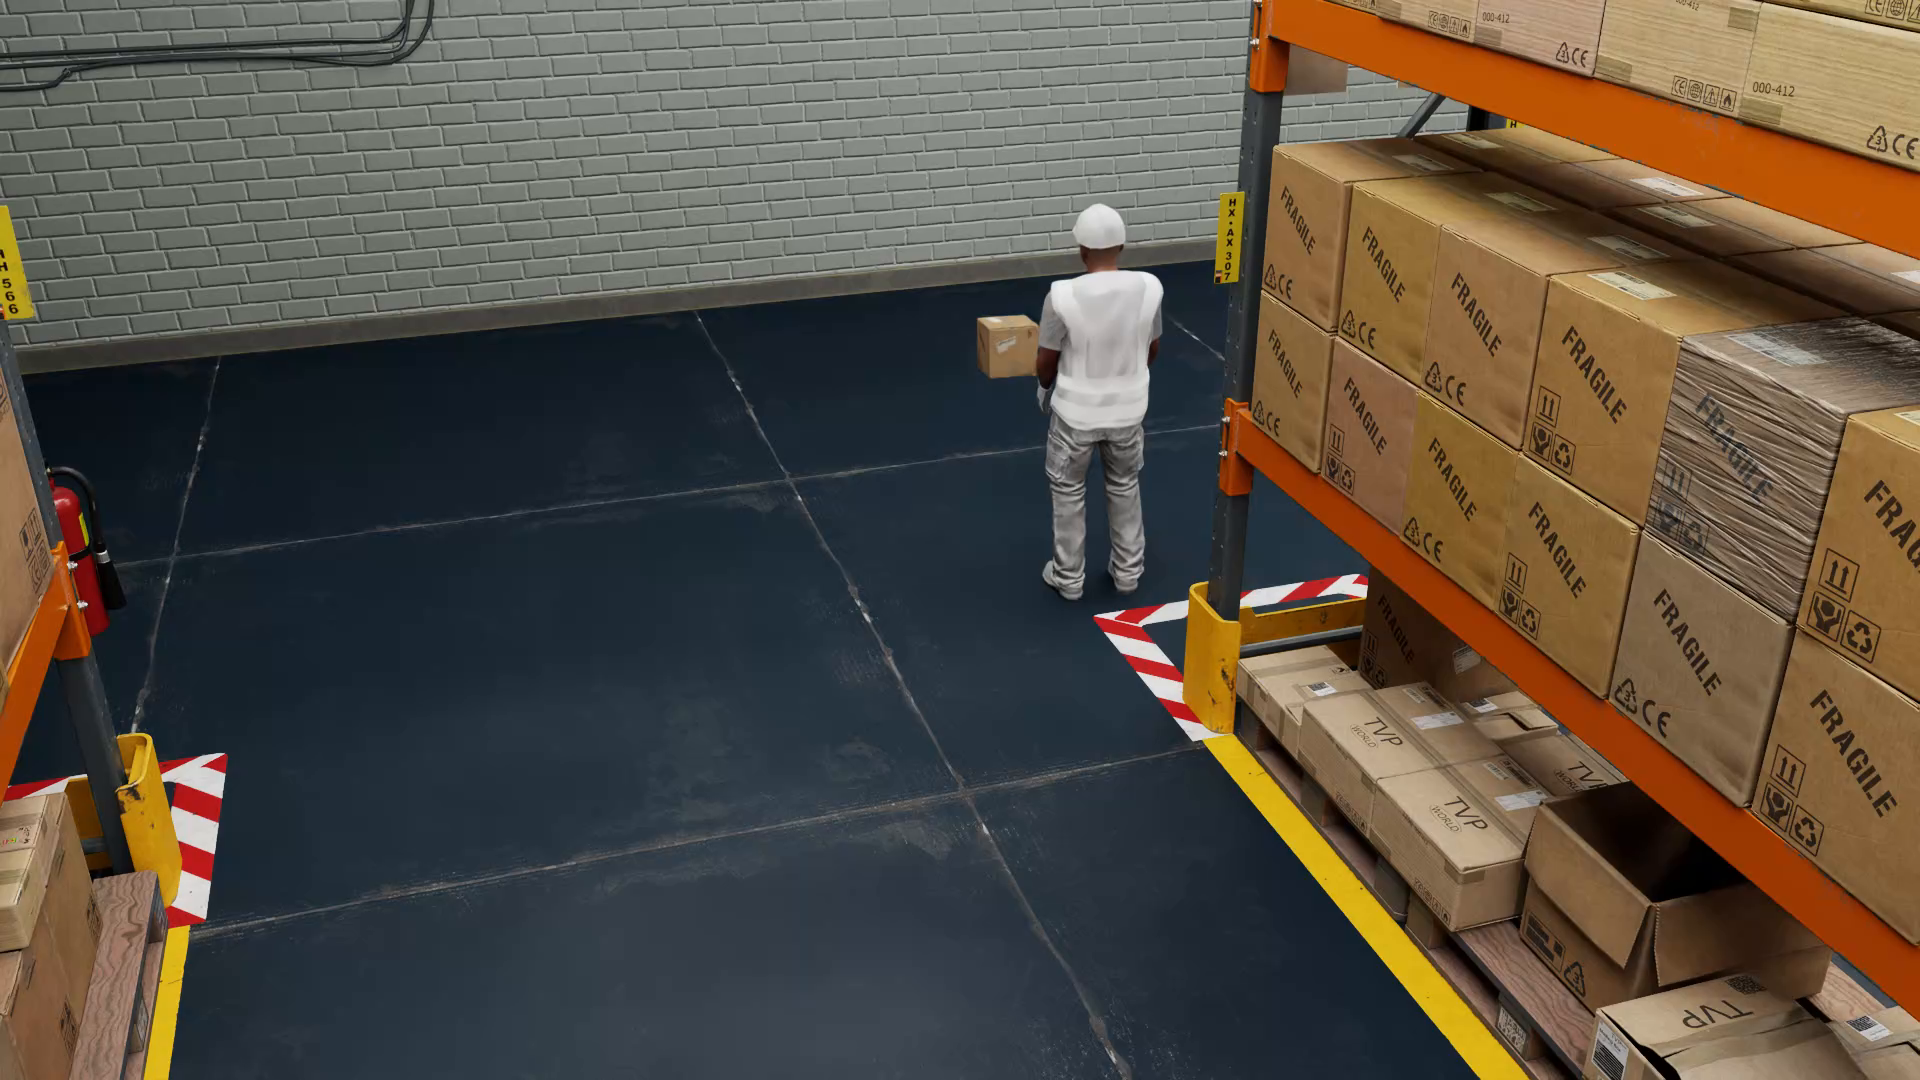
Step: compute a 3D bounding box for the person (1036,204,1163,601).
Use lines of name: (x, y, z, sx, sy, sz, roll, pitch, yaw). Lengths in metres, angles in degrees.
person: (0.588, -0.595, 7.302, 0.555, 1.787, 0.469, -6, 27, -13)
